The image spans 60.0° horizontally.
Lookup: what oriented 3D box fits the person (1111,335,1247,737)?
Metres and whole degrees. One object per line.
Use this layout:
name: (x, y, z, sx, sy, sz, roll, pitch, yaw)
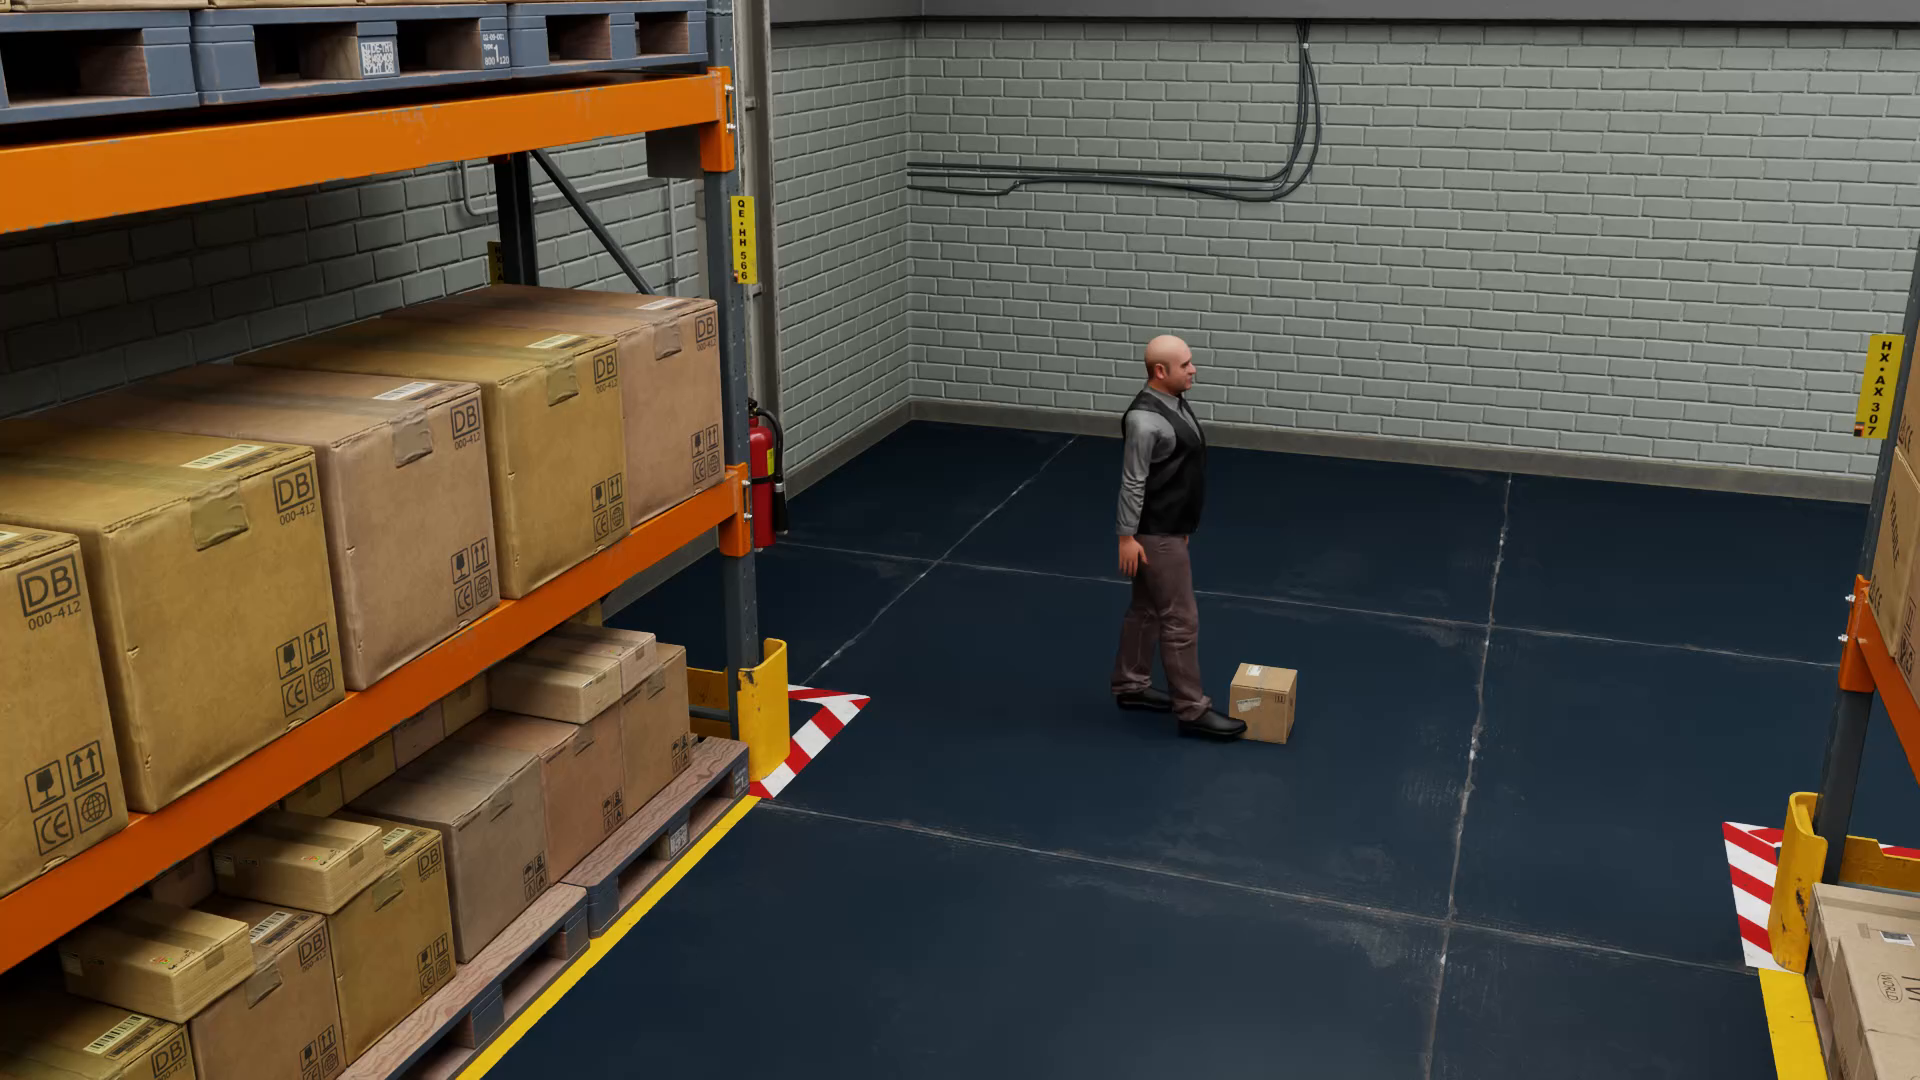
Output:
person: (0.984, -0.038, 7.190, 0.636, 1.714, 0.553, 5, 19, 14)
